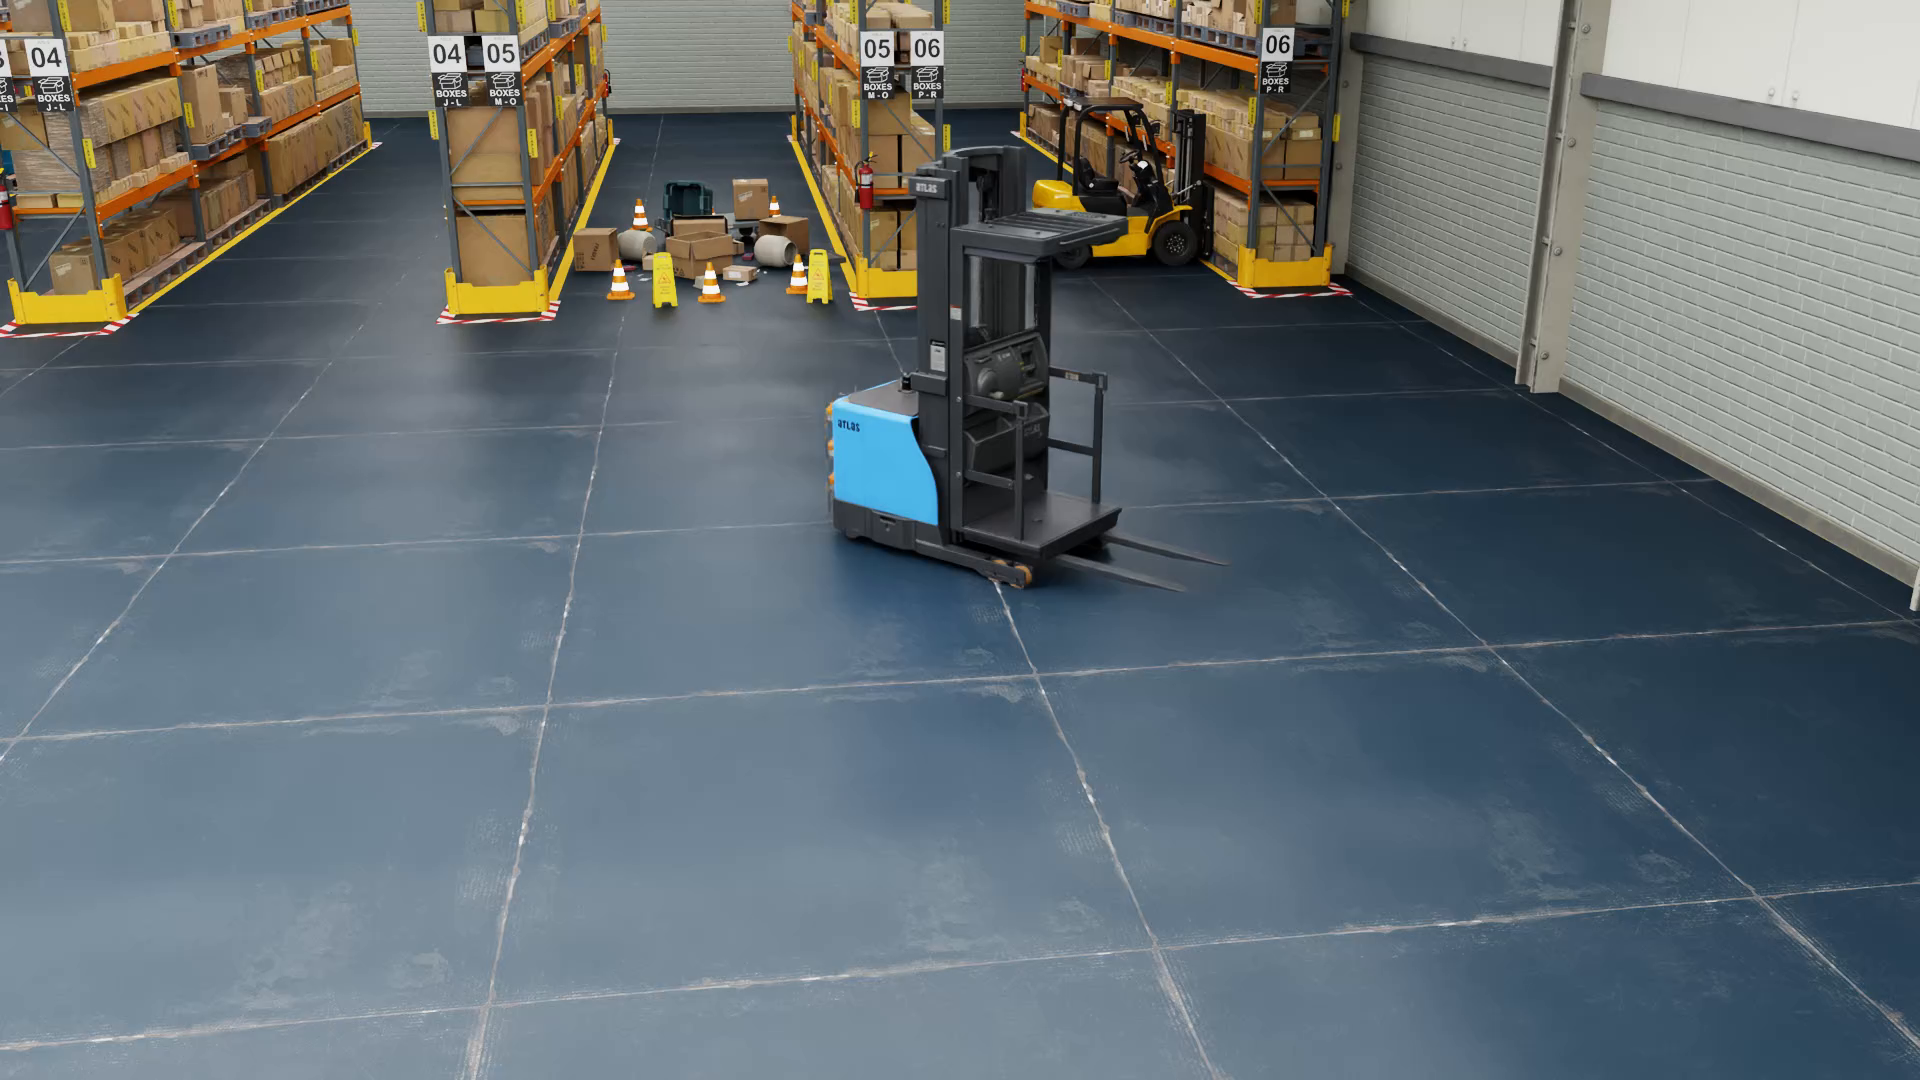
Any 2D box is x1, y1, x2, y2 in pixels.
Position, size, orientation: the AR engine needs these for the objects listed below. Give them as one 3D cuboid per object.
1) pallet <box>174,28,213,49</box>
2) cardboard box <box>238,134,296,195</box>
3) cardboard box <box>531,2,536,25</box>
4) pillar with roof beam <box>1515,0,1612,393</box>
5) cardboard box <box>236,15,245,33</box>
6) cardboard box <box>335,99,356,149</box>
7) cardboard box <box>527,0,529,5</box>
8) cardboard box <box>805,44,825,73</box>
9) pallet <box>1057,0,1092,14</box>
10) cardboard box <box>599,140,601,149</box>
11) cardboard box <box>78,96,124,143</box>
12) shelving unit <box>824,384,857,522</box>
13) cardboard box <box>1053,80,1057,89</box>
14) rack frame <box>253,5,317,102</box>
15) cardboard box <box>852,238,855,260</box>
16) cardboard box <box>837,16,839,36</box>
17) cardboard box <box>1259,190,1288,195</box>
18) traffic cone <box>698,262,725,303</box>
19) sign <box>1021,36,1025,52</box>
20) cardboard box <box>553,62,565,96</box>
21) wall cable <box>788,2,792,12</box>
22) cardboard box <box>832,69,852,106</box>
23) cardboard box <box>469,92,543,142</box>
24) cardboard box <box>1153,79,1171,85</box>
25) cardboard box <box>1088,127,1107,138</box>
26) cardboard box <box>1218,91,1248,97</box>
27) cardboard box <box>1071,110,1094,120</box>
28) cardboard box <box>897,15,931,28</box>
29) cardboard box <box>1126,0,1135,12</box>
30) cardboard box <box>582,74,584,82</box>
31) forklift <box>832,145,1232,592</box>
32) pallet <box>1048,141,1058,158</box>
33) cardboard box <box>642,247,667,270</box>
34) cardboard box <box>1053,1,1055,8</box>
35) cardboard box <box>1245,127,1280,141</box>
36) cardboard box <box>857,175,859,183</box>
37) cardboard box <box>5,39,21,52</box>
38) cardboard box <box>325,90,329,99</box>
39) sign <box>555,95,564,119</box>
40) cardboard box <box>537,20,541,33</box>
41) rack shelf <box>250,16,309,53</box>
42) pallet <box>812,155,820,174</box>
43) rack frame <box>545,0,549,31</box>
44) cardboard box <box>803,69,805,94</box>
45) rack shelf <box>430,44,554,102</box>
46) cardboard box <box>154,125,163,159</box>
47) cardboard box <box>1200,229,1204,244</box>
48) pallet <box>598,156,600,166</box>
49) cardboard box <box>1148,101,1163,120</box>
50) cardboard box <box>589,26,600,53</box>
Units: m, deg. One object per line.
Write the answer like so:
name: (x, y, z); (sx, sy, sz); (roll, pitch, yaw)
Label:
pallet: (-11.075, -6.916, 22.926); (1.213, 0.211, 1.003); (-3, 21, -8)
cardboard box: (-11.747, -6.205, 27.480); (1.225, 0.875, 0.875); (-4, 21, -10)
cardboard box: (-5.627, -6.631, 20.943); (0.500, 0.250, 0.500); (-3, 21, -8)
pillar with roof beam: (1.599, -5.548, 14.709); (9.100, 9.000, 0.400); (-3, 21, -8)
cardboard box: (-11.357, -7.947, 25.633); (0.500, 0.250, 0.500); (-3, 21, -8)
cardboard box: (-12.519, -8.203, 32.828); (0.875, 0.875, 0.875); (-3, 21, -8)
cardboard box: (-5.471, -6.598, 20.283); (0.380, 0.149, 0.250); (-3, 21, -9)
cardboard box: (-2.559, -8.823, 30.479); (0.500, 0.500, 0.500); (-3, 21, -8)
pallet: (2.498, -9.988, 31.153); (1.213, 0.211, 1.003); (-3, 21, -8)
cardboard box: (-7.284, -7.815, 32.827); (0.380, 0.149, 0.250); (-3, 21, -9)
cardboard box: (-10.390, -5.026, 19.890); (0.500, 0.500, 0.500); (-3, 21, -8)
shelving unit: (-0.919, -0.672, 13.013); (0.215, 1.050, 0.252); (3, 21, 10)
cardboard box: (2.057, -9.058, 33.041); (0.380, 0.149, 0.250); (-2, 21, -6)
rack frame: (-12.245, -8.149, 30.247); (1.000, 3.000, 0.127); (-3, 21, -8)
cardboard box: (-1.158, -3.849, 22.063); (0.500, 0.250, 0.500); (-3, 21, -8)
cardboard box: (-1.409, -7.009, 22.697); (0.500, 0.250, 0.500); (-3, 21, -8)
cardboard box: (4.184, -4.645, 22.767); (0.500, 0.250, 0.500); (-3, 21, -8)
traffic cone: (-3.096, -3.216, 20.665); (0.336, 0.463, 0.334); (-3, 21, -8)
sign: (1.359, -10.664, 35.743); (0.100, 0.325, 0.005); (-3, 21, -8)
cardboard box: (-6.691, -7.339, 26.506); (0.700, 0.500, 0.500); (-3, 21, -8)
wall cable: (-3.851, -12.476, 40.334); (0.585, 1.953, 0.123); (-3, 21, -8)
cardboard box: (-1.436, -6.370, 23.488); (0.700, 0.500, 0.500); (-3, 21, -8)
cardboard box: (-5.724, -5.303, 20.868); (0.875, 0.550, 0.550); (-3, 21, -8)
cardboard box: (3.422, -7.586, 27.670); (0.380, 0.149, 0.250); (-3, 21, -8)
cardboard box: (2.564, -7.464, 30.458); (0.380, 0.149, 0.250); (-4, 21, -10)
cardboard box: (3.966, -6.436, 24.167); (0.380, 0.149, 0.250); (-3, 21, -9)
cardboard box: (2.346, -8.144, 31.855); (0.380, 0.149, 0.250); (-4, 21, -10)
cardboard box: (-0.558, -6.288, 20.198); (0.380, 0.149, 0.250); (-3, 21, -8)
cardboard box: (3.085, -8.778, 26.759); (0.700, 0.500, 0.500); (-3, 21, -9)
cardboard box: (-7.030, -8.364, 30.156); (0.380, 0.149, 0.250); (-3, 21, -7)
forklift: (0.504, -1.234, 11.831); (3.031, 2.935, 1.130); (15, 25, 35)
pallet: (2.375, -7.832, 33.384); (1.003, 0.211, 1.213); (-3, 21, -8)
cardboard box: (-4.099, -3.811, 22.541); (0.396, 0.266, 0.258); (1, 20, 2)
cardboard box: (2.036, -10.561, 32.778); (0.380, 0.149, 0.250); (-3, 21, -8)
cardboard box: (3.876, -5.202, 21.288); (0.380, 0.149, 0.250); (-3, 21, -7)
cardboard box: (-1.120, -4.577, 21.043); (0.380, 0.149, 0.250); (-3, 21, -8)
cardboard box: (-10.864, -5.596, 18.770); (0.380, 0.149, 0.250); (-3, 21, -8)
cardboard box: (-12.035, -8.333, 31.098); (0.380, 0.149, 0.250); (-2, 21, -6)
sign: (-5.620, -6.066, 23.319); (0.100, 0.325, 0.005); (-3, 21, -8)
cardboard box: (-5.653, -6.664, 21.600); (0.380, 0.149, 0.250); (-3, 21, -7)
rack shelf: (-11.956, -8.525, 27.994); (1.077, 0.370, 4.000); (-3, 21, -8)
pallet: (-2.252, -7.079, 31.368); (1.003, 0.211, 1.213); (-3, 21, -8)
rack frame: (-6.169, -8.405, 22.358); (1.000, 3.000, 0.127); (-3, 21, -8)
cardboard box: (-2.758, -8.843, 31.964); (0.500, 0.500, 0.500); (-3, 21, -7)
rack shelf: (-5.881, -5.970, 21.155); (1.077, 0.370, 4.000); (-3, 21, -8)
cardboard box: (-11.051, -5.232, 21.868); (0.875, 0.500, 0.500); (-3, 21, -8)
cardboard box: (3.600, -4.326, 23.342); (0.500, 0.250, 0.500); (-2, 21, -6)
pallet: (-7.454, -7.289, 31.929); (1.003, 0.211, 1.213); (-3, 21, -8)
cardboard box: (3.221, -6.629, 25.679); (0.500, 0.250, 0.500); (-3, 21, -9)
cardboard box: (-7.430, -9.903, 32.946); (0.500, 0.500, 0.500); (-2, 21, -5)
